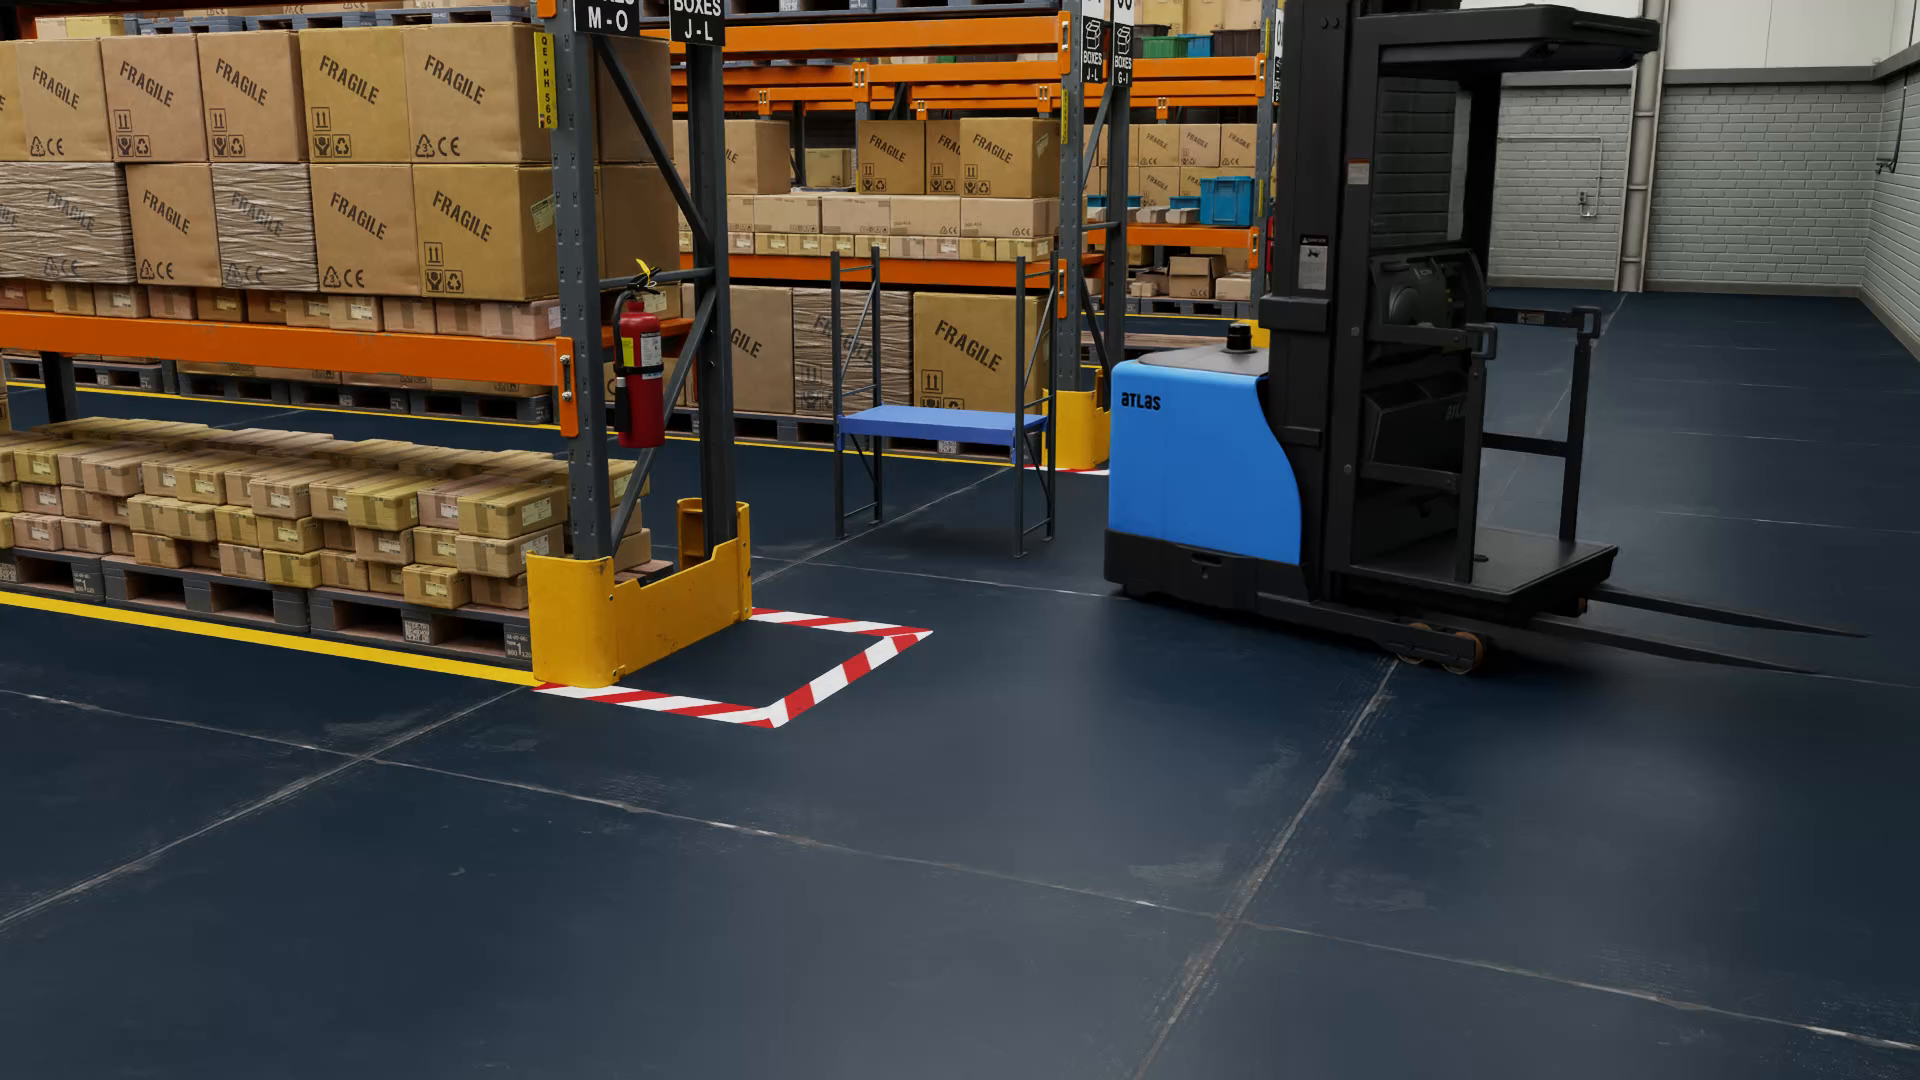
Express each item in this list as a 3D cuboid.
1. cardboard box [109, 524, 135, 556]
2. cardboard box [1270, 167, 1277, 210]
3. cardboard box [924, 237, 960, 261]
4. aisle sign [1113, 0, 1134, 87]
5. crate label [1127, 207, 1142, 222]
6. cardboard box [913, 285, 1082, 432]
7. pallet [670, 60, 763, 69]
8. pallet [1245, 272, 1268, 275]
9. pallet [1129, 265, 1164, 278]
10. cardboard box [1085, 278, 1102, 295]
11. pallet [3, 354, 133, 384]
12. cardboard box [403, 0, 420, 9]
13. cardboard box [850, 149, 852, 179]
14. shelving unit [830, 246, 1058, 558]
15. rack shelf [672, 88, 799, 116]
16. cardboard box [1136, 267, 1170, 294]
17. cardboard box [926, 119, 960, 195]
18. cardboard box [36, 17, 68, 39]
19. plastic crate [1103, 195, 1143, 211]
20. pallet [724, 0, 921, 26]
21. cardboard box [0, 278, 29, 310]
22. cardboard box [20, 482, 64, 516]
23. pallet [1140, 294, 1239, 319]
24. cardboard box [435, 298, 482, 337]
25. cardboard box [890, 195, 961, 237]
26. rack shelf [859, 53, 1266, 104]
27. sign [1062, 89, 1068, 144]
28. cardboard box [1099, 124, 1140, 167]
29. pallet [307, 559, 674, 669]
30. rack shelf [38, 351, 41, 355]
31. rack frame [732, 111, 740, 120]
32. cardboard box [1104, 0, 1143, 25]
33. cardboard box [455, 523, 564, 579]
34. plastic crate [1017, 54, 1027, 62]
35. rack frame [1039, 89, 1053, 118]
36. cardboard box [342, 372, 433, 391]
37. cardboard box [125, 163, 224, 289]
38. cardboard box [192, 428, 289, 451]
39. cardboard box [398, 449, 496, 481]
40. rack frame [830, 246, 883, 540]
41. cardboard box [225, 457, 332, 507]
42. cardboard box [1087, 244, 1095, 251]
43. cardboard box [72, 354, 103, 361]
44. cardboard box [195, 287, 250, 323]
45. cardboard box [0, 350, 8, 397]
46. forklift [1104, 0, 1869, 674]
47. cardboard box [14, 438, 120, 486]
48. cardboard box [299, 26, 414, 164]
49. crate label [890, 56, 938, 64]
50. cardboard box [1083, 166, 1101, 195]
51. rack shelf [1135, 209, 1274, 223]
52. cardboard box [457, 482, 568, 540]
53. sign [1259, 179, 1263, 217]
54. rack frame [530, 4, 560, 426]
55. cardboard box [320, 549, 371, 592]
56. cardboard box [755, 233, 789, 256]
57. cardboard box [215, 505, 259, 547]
[{"bbox_3d":[-3.670,-0.038,7.670,0.250,0.149,0.380,5,14,21],"label":"cardboard box"},{"bbox_3d":[3.902,-4.195,19.848,0.500,0.500,0.500,6,14,24],"label":"cardboard box"},{"bbox_3d":[-0.046,-1.935,10.985,0.250,0.149,0.380,6,14,23],"label":"cardboard box"},{"bbox_3d":[1.069,-3.367,10.849,0.004,0.787,0.394,6,14,23],"label":"aisle sign"},{"bbox_3d":[1.545,-3.069,15.715,0.243,0.136,0.396,6,14,23],"label":"crate label"},{"bbox_3d":[0.264,-1.258,11.283,0.875,0.875,0.875,6,14,23],"label":"cardboard box"},{"bbox_3d":[-2.564,-4.975,17.239,1.213,0.211,1.003,6,14,23],"label":"pallet"},{"bbox_3d":[5.026,-3.963,25.181,1.213,0.211,1.003,6,14,23],"label":"pallet"},{"bbox_3d":[2.507,-4.218,26.267,1.213,0.211,1.003,6,14,23],"label":"pallet"},{"bbox_3d":[1.537,-3.306,21.200,0.500,0.311,0.500,6,14,23],"label":"cardboard box"},{"bbox_3d":[-8.258,-1.614,15.172,1.213,0.211,1.003,6,14,23],"label":"pallet"},{"bbox_3d":[-4.076,-4.127,12.843,0.250,0.149,0.380,5,14,21],"label":"cardboard box"},{"bbox_3d":[-1.996,-6.305,27.875,0.500,0.500,0.700,6,14,23],"label":"cardboard box"},{"bbox_3d":[-0.078,-0.738,8.617,1.048,1.500,0.538,6,14,23],"label":"shelving unit"},{"bbox_3d":[-4.245,-6.150,23.406,4.000,0.370,1.077,6,14,23],"label":"rack shelf"},{"bbox_3d":[2.562,-3.327,21.290,0.500,0.311,0.500,6,14,23],"label":"cardboard box"},{"bbox_3d":[0.095,-2.630,11.431,0.500,0.500,0.500,5,14,22],"label":"cardboard box"},{"bbox_3d":[-7.426,-4.209,13.889,0.500,0.250,0.500,6,14,23],"label":"cardboard box"},{"bbox_3d":[1.592,-3.241,16.238,0.300,0.233,0.416,6,14,23],"label":"plastic crate"},{"bbox_3d":[-0.920,-3.642,11.338,1.213,0.211,1.003,6,14,23],"label":"pallet"},{"bbox_3d":[-4.219,-1.150,7.641,0.250,0.149,0.380,5,14,21],"label":"cardboard box"},{"bbox_3d":[-4.170,-0.231,7.841,0.250,0.149,0.380,6,14,23],"label":"cardboard box"},{"bbox_3d":[2.987,-2.951,20.868,1.213,0.211,1.003,6,14,23],"label":"pallet"},{"bbox_3d":[-1.844,-0.899,6.569,0.250,0.149,0.380,6,14,23],"label":"cardboard box"},{"bbox_3d":[-0.132,-2.154,11.046,0.500,0.250,0.500,6,14,22],"label":"cardboard box"},{"bbox_3d":[1.059,-4.375,15.844,4.000,0.370,1.077,6,14,23],"label":"rack shelf"},{"bbox_3d":[0.649,-2.613,10.270,0.005,0.325,0.100,6,14,23],"label":"sign"},{"bbox_3d":[2.029,-4.870,20.536,0.500,0.500,0.500,5,14,21],"label":"cardboard box"},{"bbox_3d":[-2.018,0.249,7.232,1.213,0.211,1.003,6,14,23],"label":"pallet"},{"bbox_3d":[-6.705,-1.224,8.980,4.000,0.370,1.077,6,14,23],"label":"rack shelf"},{"bbox_3d":[-4.071,-6.260,28.866,0.127,3.000,1.000,6,14,23],"label":"rack frame"},{"bbox_3d":[2.100,-6.368,20.351,0.500,0.500,0.700,6,14,23],"label":"cardboard box"},{"bbox_3d":[-1.818,0.030,6.730,0.250,0.149,0.380,5,14,22],"label":"cardboard box"},{"bbox_3d":[0.548,-4.744,16.418,0.466,0.136,0.293,6,14,23],"label":"plastic crate"},{"bbox_3d":[1.240,-4.485,21.301,0.127,3.000,1.000,6,14,23],"label":"rack frame"},{"bbox_3d":[-4.186,-1.723,13.265,0.875,0.875,1.225,5,14,21],"label":"cardboard box"},{"bbox_3d":[-3.123,-1.342,7.040,0.500,0.500,0.500,7,15,26],"label":"cardboard box"},{"bbox_3d":[-3.475,-0.434,8.057,0.250,0.149,0.380,5,14,21],"label":"cardboard box"},{"bbox_3d":[-2.301,-0.301,7.490,0.250,0.149,0.380,5,14,20],"label":"cardboard box"},{"bbox_3d":[-0.543,-0.785,8.818,0.032,1.500,0.500,6,14,23],"label":"rack frame"},{"bbox_3d":[-2.976,-0.252,7.282,0.250,0.149,0.380,5,14,21],"label":"cardboard box"},{"bbox_3d":[1.783,-4.792,26.398,0.750,0.750,0.750,6,15,25],"label":"cardboard box"},{"bbox_3d":[-7.566,-1.890,14.751,0.500,0.500,0.700,5,14,19],"label":"cardboard box"},{"bbox_3d":[-3.024,-1.027,7.114,0.250,0.149,0.380,6,15,24],"label":"cardboard box"},{"bbox_3d":[-5.445,-0.865,8.788,0.500,0.250,0.500,5,14,21],"label":"cardboard box"},{"bbox_3d":[2.094,-1.035,6.751,3.031,2.935,1.130,12,18,41],"label":"forklift"},{"bbox_3d":[-4.167,-0.369,7.782,0.250,0.149,0.380,6,14,22],"label":"cardboard box"},{"bbox_3d":[-2.202,-1.737,6.531,0.500,0.500,0.500,5,14,21],"label":"cardboard box"},{"bbox_3d":[-0.439,-4.677,16.131,0.466,0.136,0.293,6,14,23],"label":"crate label"},{"bbox_3d":[1.596,-4.429,20.846,0.500,0.500,0.500,6,15,25],"label":"cardboard box"},{"bbox_3d":[3.069,-3.949,20.594,4.000,0.370,1.077,6,14,23],"label":"rack shelf"},{"bbox_3d":[-1.806,-0.121,6.725,0.250,0.149,0.380,6,14,24],"label":"cardboard box"},{"bbox_3d":[2.680,-3.043,14.801,0.005,0.325,0.100,6,14,23],"label":"sign"},{"bbox_3d":[-2.775,-2.416,12.485,0.127,3.000,1.000,6,14,23],"label":"rack frame"},{"bbox_3d":[-2.499,0.094,7.110,0.250,0.149,0.380,6,14,24],"label":"cardboard box"},{"bbox_3d":[-1.214,-2.053,11.487,0.250,0.149,0.380,5,14,22],"label":"cardboard box"},{"bbox_3d":[-2.999,-0.090,7.244,0.250,0.149,0.380,7,15,26],"label":"cardboard box"}]
